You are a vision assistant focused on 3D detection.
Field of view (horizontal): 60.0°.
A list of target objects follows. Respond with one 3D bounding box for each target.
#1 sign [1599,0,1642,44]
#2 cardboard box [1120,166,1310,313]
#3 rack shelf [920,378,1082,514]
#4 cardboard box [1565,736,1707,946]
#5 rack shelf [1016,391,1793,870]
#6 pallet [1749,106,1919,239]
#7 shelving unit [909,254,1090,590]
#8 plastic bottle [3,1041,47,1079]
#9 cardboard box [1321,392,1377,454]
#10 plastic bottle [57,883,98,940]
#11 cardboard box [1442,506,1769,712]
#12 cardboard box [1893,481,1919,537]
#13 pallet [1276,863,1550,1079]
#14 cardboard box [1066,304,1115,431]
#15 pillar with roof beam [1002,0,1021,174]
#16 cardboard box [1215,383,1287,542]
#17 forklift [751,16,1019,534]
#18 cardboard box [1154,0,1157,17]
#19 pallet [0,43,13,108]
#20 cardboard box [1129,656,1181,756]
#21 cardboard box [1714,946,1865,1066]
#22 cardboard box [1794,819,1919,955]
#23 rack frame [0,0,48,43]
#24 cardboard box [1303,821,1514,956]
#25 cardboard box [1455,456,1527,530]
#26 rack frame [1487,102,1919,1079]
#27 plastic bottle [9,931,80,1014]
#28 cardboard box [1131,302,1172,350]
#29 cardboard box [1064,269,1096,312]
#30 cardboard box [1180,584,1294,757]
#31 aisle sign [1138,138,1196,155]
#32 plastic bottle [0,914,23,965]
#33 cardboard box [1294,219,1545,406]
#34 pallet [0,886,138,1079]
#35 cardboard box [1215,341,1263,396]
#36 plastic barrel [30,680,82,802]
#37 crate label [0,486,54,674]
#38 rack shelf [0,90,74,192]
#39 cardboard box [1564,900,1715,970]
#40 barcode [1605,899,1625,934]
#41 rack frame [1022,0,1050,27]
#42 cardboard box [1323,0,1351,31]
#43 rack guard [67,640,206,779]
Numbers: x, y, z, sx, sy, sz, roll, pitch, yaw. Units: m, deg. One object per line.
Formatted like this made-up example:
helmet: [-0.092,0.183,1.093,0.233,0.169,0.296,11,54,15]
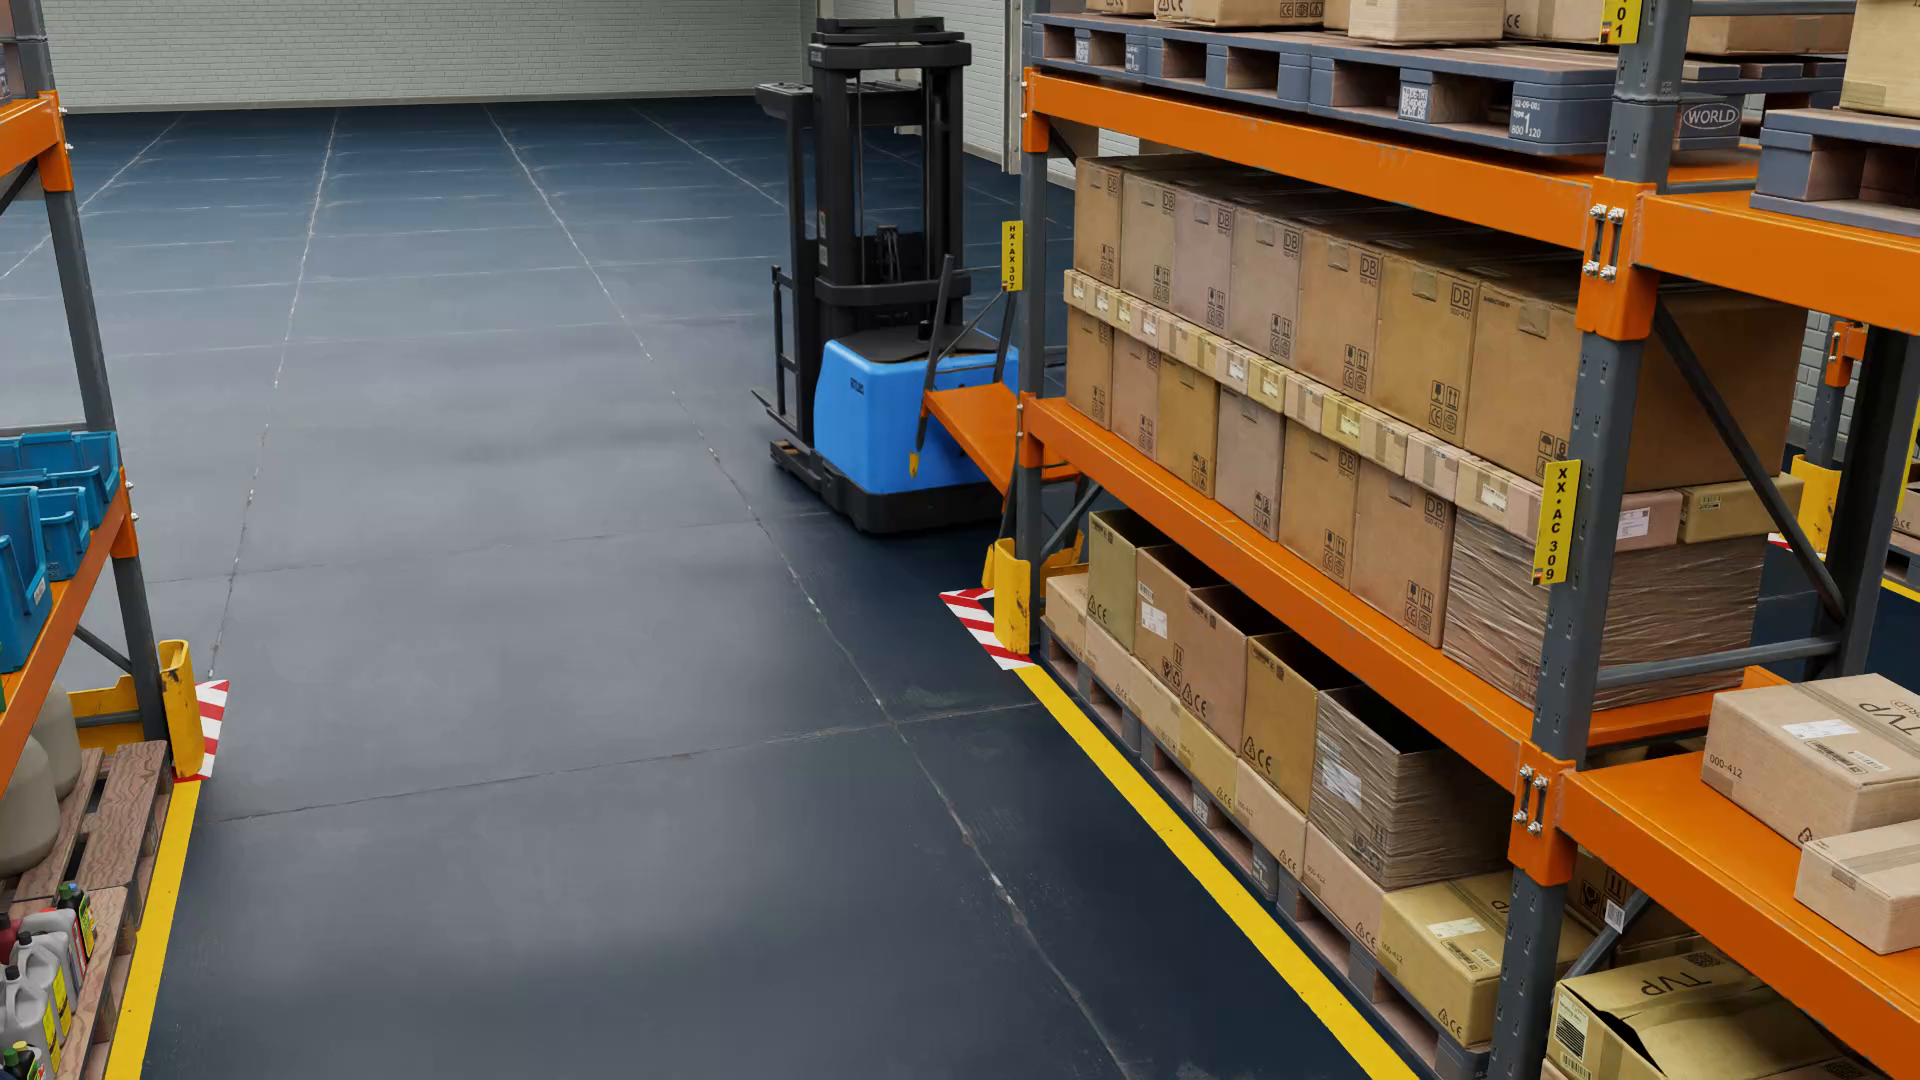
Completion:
sign: [1.505,-1.290,3.751,0.100,0.325,0.005,-6,21,-17]
cardboard box: [1.096,-1.262,6.926,0.700,0.500,0.500,-7,21,-19]
rack shelf: [0.238,-0.543,9.317,0.538,0.185,1.000,-11,41,-27]
cardboard box: [2.183,0.904,5.298,0.500,0.500,0.500,-6,21,-17]
rack shelf: [1.403,0.040,6.433,1.077,0.370,4.000,-6,21,-17]
pallet: [2.321,-0.697,3.266,0.805,0.209,1.217,-7,21,-19]
shelving unit: [0.269,-0.682,9.206,0.587,1.500,1.083,-11,41,-27]
plastic bottle: [-2.658,1.521,4.734,0.097,0.201,0.097,0,20,0]
cardboard box: [1.424,-0.401,5.487,0.380,0.149,0.250,-6,21,-17]
plastic bottle: [-2.936,1.237,5.524,0.097,0.201,0.097,0,20,0]
cardboard box: [1.886,0.154,4.902,0.700,0.500,0.500,-7,21,-19]
cardboard box: [5.608,-0.178,9.302,0.500,0.311,0.500,-9,22,-23]
pallet: [1.821,1.396,5.719,1.003,0.211,1.213,-6,21,-17]
cardboard box: [0.909,-0.837,7.660,0.700,0.500,0.500,-6,21,-17]
pillar with roof beam: [-3.228,-9.478,22.992,9.100,9.000,0.400,-6,21,-17]
cardboard box: [1.398,-0.340,6.278,0.700,0.500,0.500,-6,21,-16]
forklift: [-0.643,-1.878,10.808,1.130,2.935,3.031,-8,21,-22]
cardboard box: [0.977,-2.101,6.436,0.380,0.149,0.250,-6,21,-17]
pallet: [-3.762,-1.463,5.393,1.003,0.211,1.213,-6,21,-17]
cardboard box: [1.049,0.672,7.055,0.500,0.250,0.500,-6,21,-17]
cardboard box: [2.431,1.275,4.546,0.500,0.311,0.500,-6,21,-17]
cardboard box: [2.116,0.767,3.715,0.380,0.149,0.250,-6,21,-17]
rack frame: [-3.929,-3.239,5.622,1.000,3.000,0.127,-6,21,-17]
cardboard box: [1.530,1.152,5.718,0.500,0.250,0.500,-6,21,-17]
cardboard box: [1.667,-0.153,4.799,0.380,0.149,0.250,-7,21,-18]
rack frame: [2.031,0.343,4.524,1.000,3.000,0.127,-6,21,-17]
plastic bottle: [-2.839,1.330,5.154,0.152,0.276,0.135,-7,21,-19]
cardboard box: [0.933,-0.898,6.873,0.380,0.149,0.250,-7,21,-18]
cardboard box: [0.693,-1.144,7.557,0.380,0.149,0.250,-7,21,-18]
cardboard box: [1.200,0.480,6.479,0.500,0.500,0.500,-6,21,-17]
aisle sign: [1.032,-2.216,7.804,0.394,0.787,0.004,-6,21,-17]
plastic bottle: [-2.984,1.294,5.245,0.061,0.283,0.133,-6,21,-17]
cardboard box: [1.569,-0.779,5.582,0.700,0.500,0.500,-6,21,-17]
pallet: [-3.231,1.568,5.238,1.003,0.211,1.213,-6,21,-17]
cardboard box: [1.175,-0.651,6.184,0.380,0.149,0.250,-6,21,-17]
plastic barrel: [-3.650,0.761,6.420,0.421,0.512,0.421,0,20,0]
crate label: [-3.094,0.130,5.066,0.502,0.435,0.616,-6,21,-17]
rack shelf: [-3.301,-0.847,4.464,1.077,0.370,4.000,-6,21,-17]
cardboard box: [2.173,1.258,5.422,0.500,0.250,0.500,-6,21,-17]
barcode: [1.716,0.987,4.359,0.001,0.075,0.075,-6,21,-17]
rack frame: [0.774,-3.764,7.084,1.000,3.000,0.127,-6,21,-17]
cardboard box: [1.633,-1.923,5.414,0.797,0.503,0.637,-4,20,-11]
rack guard: [-3.861,0.780,7.005,1.175,0.500,0.348,-6,21,-17]
